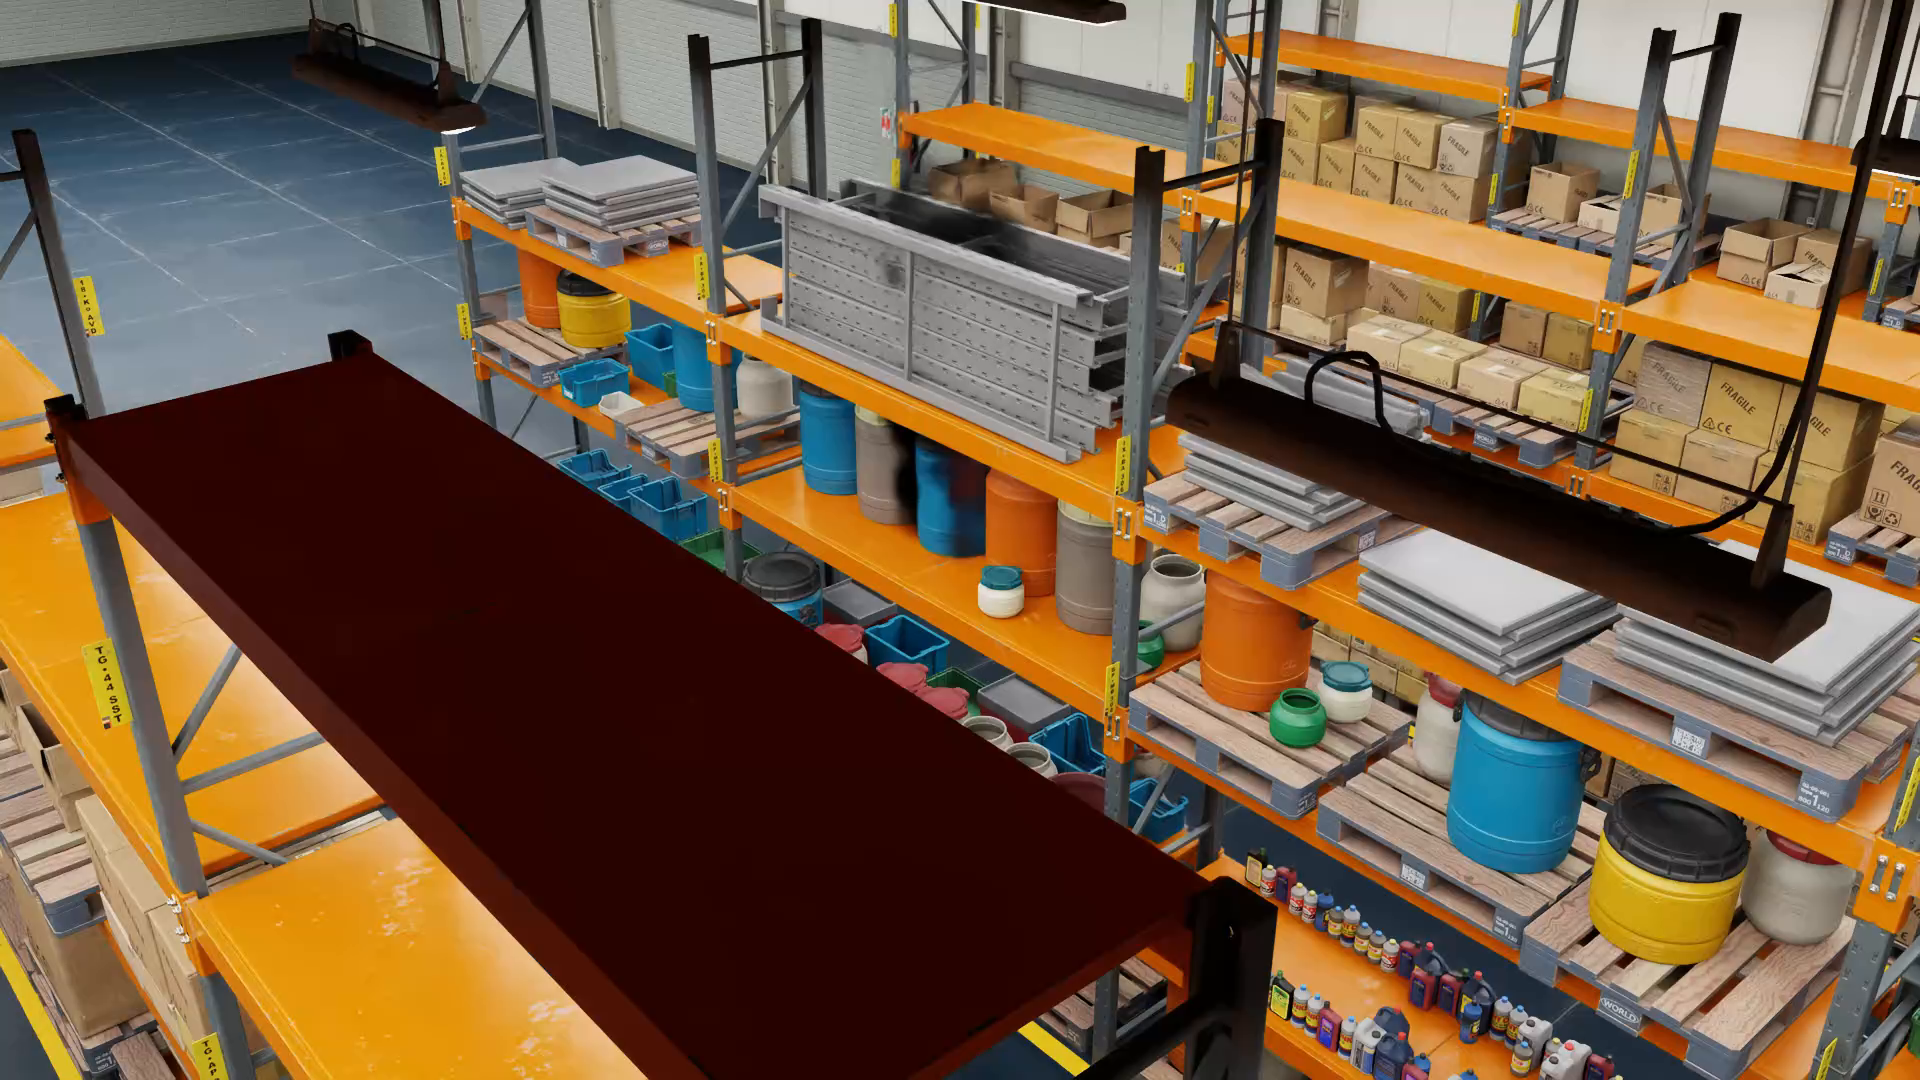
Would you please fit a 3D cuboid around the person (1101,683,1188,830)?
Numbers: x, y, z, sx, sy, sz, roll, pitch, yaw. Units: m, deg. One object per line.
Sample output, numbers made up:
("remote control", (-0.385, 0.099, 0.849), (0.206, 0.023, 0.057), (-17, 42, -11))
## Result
("person", (1.408, 1.655, 12.466), (0.660, 1.674, 0.626), (-24, 35, -39))
